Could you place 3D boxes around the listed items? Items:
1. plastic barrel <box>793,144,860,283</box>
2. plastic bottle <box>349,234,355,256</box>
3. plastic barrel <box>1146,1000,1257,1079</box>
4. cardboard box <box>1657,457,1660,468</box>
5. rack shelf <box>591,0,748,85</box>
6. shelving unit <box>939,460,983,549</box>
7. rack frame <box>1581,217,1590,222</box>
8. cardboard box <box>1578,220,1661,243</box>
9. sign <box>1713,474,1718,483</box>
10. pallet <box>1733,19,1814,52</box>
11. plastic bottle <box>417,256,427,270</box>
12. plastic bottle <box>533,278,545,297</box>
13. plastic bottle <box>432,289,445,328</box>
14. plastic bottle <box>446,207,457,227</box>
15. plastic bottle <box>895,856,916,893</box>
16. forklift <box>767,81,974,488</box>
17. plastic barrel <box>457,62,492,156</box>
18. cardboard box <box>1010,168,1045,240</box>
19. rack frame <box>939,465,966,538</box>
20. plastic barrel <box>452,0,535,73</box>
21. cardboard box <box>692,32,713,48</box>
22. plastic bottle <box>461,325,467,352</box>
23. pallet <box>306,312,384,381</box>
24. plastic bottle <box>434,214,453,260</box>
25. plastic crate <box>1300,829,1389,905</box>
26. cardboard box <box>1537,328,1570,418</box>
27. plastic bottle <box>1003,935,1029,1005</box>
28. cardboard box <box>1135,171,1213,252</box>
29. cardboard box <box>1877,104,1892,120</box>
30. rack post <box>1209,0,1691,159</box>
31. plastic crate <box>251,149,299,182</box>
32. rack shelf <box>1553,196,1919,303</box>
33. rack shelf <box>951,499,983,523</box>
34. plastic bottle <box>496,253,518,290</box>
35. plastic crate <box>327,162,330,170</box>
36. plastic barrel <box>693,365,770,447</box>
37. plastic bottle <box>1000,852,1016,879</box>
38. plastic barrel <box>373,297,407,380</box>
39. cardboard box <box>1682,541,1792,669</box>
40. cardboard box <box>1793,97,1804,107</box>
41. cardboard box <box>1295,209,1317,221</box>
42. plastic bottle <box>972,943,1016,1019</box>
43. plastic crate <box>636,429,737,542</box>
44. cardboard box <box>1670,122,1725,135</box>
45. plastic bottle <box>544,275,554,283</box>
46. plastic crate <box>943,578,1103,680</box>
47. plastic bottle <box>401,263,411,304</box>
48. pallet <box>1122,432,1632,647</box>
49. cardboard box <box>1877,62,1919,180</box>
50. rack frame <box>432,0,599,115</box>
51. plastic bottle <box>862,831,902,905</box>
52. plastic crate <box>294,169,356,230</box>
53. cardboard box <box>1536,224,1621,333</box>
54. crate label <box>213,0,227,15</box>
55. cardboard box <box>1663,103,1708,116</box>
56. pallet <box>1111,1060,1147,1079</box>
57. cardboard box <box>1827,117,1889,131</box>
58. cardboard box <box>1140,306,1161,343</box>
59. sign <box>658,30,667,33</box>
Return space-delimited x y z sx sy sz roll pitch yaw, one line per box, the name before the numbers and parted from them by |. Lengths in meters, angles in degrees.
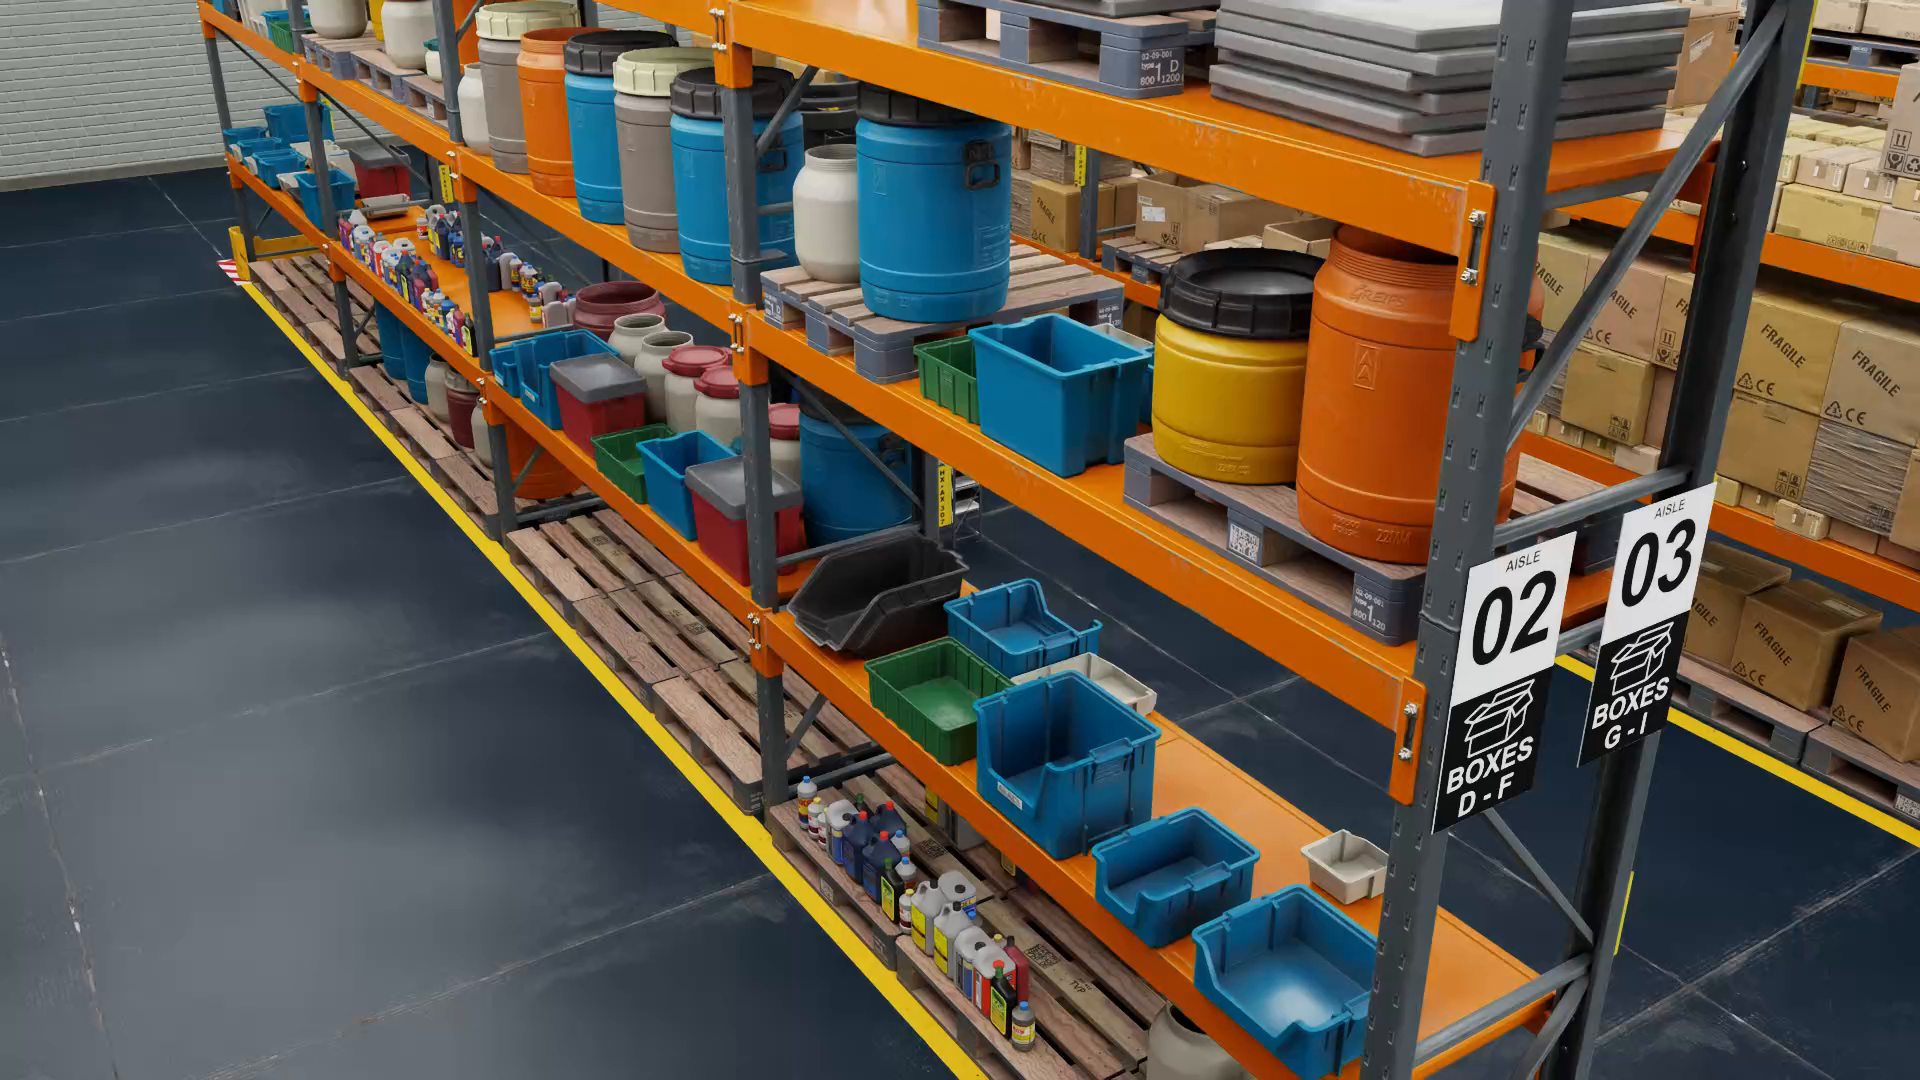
plastic barrel | -0.484 -1.367 6.958 0.421 0.512 0.421 0 25 0
plastic bottle | -4.928 -2.426 13.571 0.097 0.201 0.097 0 25 0
plastic barrel | 0.932 1.999 6.386 0.421 0.512 0.421 0 25 0
cardboard box | 4.163 -0.422 9.387 0.380 0.149 0.250 -16 29 -30
rack shelf | -1.647 -2.892 8.609 1.077 0.370 4.000 -16 29 -30
shelving unit | -0.004 -0.410 11.526 0.258 0.900 0.210 -16 29 -30
rack frame | 3.595 -1.124 10.580 1.000 3.000 0.127 -16 29 -30
cardboard box | 4.071 -1.659 10.077 0.500 0.500 0.500 -16 29 -30
sign | 2.092 -0.026 4.730 0.100 0.325 0.005 -16 29 -30
pallet | 6.631 -4.328 14.075 1.003 0.211 1.213 -14 29 -27
plastic bottle | -4.089 -2.021 12.630 0.097 0.271 0.097 0 25 0
plastic bottle | -3.048 -1.772 12.102 0.097 0.271 0.097 0 25 0
plastic bottle | -3.703 -1.655 11.855 0.097 0.271 0.097 0 25 0
plastic bottle | -4.146 -2.557 13.672 0.144 0.351 0.185 -16 29 -30
plastic bottle | -0.247 1.562 7.571 0.097 0.271 0.097 0 25 0
forklift | -1.080 -2.091 12.709 1.130 2.935 3.031 -14 29 -28
plastic barrel | -2.826 -2.625 10.115 0.421 0.512 0.421 0 25 0
cardboard box | 0.667 -2.899 14.222 0.500 0.500 0.500 -16 30 -30
rack frame | -0.060 -0.446 11.604 0.240 0.900 0.006 -16 29 -30
plastic barrel | -3.046 -3.345 10.776 0.600 0.830 0.708 -16 29 -30
cardboard box | -2.647 -5.409 18.605 0.500 0.500 0.500 -16 30 -31
plastic bottle | -3.364 -1.402 11.400 0.097 0.201 0.097 0 25 0
pallet | -5.356 -1.824 15.330 1.003 0.211 1.213 -16 29 -30
plastic bottle | -4.166 -2.457 13.461 0.144 0.351 0.185 -16 29 -30
plastic crate | 1.410 1.185 5.997 0.298 0.136 0.250 -16 29 -30
cardboard box | 3.789 -1.129 10.124 0.875 0.500 0.500 -16 29 -30
plastic bottle | 0.233 1.814 7.023 0.061 0.283 0.133 -16 29 -30
cardboard box | 1.740 -2.606 13.110 0.500 0.500 0.500 -20 32 -36
cardboard box | 9.973 -4.563 17.668 0.380 0.149 0.250 -18 31 -33
rack post | 1.323 -1.326 4.566 0.937 0.300 0.954 -12 28 -24
plastic crate | -6.528 -3.577 15.903 0.416 0.233 0.300 -16 29 -30
rack shelf | 4.687 -1.440 8.578 1.077 0.370 4.000 -16 29 -30
rack shelf | -0.004 -0.217 11.618 0.258 0.077 0.200 -16 29 -30
plastic bottle | -3.461 -2.071 12.730 0.152 0.276 0.135 -16 29 -30
plastic crate | -6.013 -3.618 16.101 0.298 0.136 0.250 -16 29 -30
plastic barrel | -1.294 -0.687 9.495 0.433 0.535 0.433 0 25 0
plastic bottle | 0.248 1.440 7.815 0.061 0.283 0.133 -16 29 -30
plastic barrel | -4.639 -1.874 14.134 0.600 0.901 0.708 -16 29 -30
cardboard box | 4.504 0.376 9.839 0.500 0.500 0.500 -19 31 -34
cardboard box | 9.221 -4.917 18.790 0.500 0.250 0.500 -17 30 -31
cardboard box | 3.910 -3.650 18.367 0.500 0.500 0.500 -14 29 -27
plastic bottle | 0.144 1.842 6.971 0.152 0.276 0.135 -15 29 -29
plastic crate | -1.418 -0.285 8.821 0.392 0.384 0.575 -16 29 -30
cardboard box | 4.017 -2.146 8.939 0.380 0.149 0.250 -15 29 -28
plastic bottle | -2.991 -1.802 12.153 0.061 0.283 0.133 -16 29 -30
plastic crate | 0.277 0.430 7.462 0.499 0.251 0.616 -16 29 -30
plastic bottle | -4.114 -1.916 12.394 0.061 0.283 0.133 -16 29 -30
pallet | 1.259 -0.129 5.179 1.003 0.211 1.213 -16 29 -30
cardboard box | 4.721 -1.951 7.767 0.500 0.500 0.500 -16 29 -30
rack frame | -2.738 -4.114 9.885 1.000 3.000 0.127 -16 29 -30
plastic bottle | -0.359 1.482 7.647 0.144 0.351 0.185 -17 30 -32
plastic crate | -5.463 -2.939 14.372 0.392 0.384 0.575 -16 29 -30
cardboard box | 3.628 -1.536 9.815 0.500 0.500 0.500 -16 29 -30
crate label | -6.873 -5.146 15.760 0.408 0.251 0.502 -16 29 -30
cardboard box | 4.084 -2.427 9.535 0.380 0.149 0.250 -15 29 -29
pallet | 1.109 2.414 6.352 1.003 0.211 1.213 -16 29 -30
cardboard box | 7.248 -3.101 13.479 0.700 0.500 0.500 -16 30 -30
cardboard box | 1.802 -1.730 13.397 0.500 0.250 0.500 -14 29 -28
sign | -3.424 -5.716 19.201 0.100 0.325 0.005 -16 29 -30
